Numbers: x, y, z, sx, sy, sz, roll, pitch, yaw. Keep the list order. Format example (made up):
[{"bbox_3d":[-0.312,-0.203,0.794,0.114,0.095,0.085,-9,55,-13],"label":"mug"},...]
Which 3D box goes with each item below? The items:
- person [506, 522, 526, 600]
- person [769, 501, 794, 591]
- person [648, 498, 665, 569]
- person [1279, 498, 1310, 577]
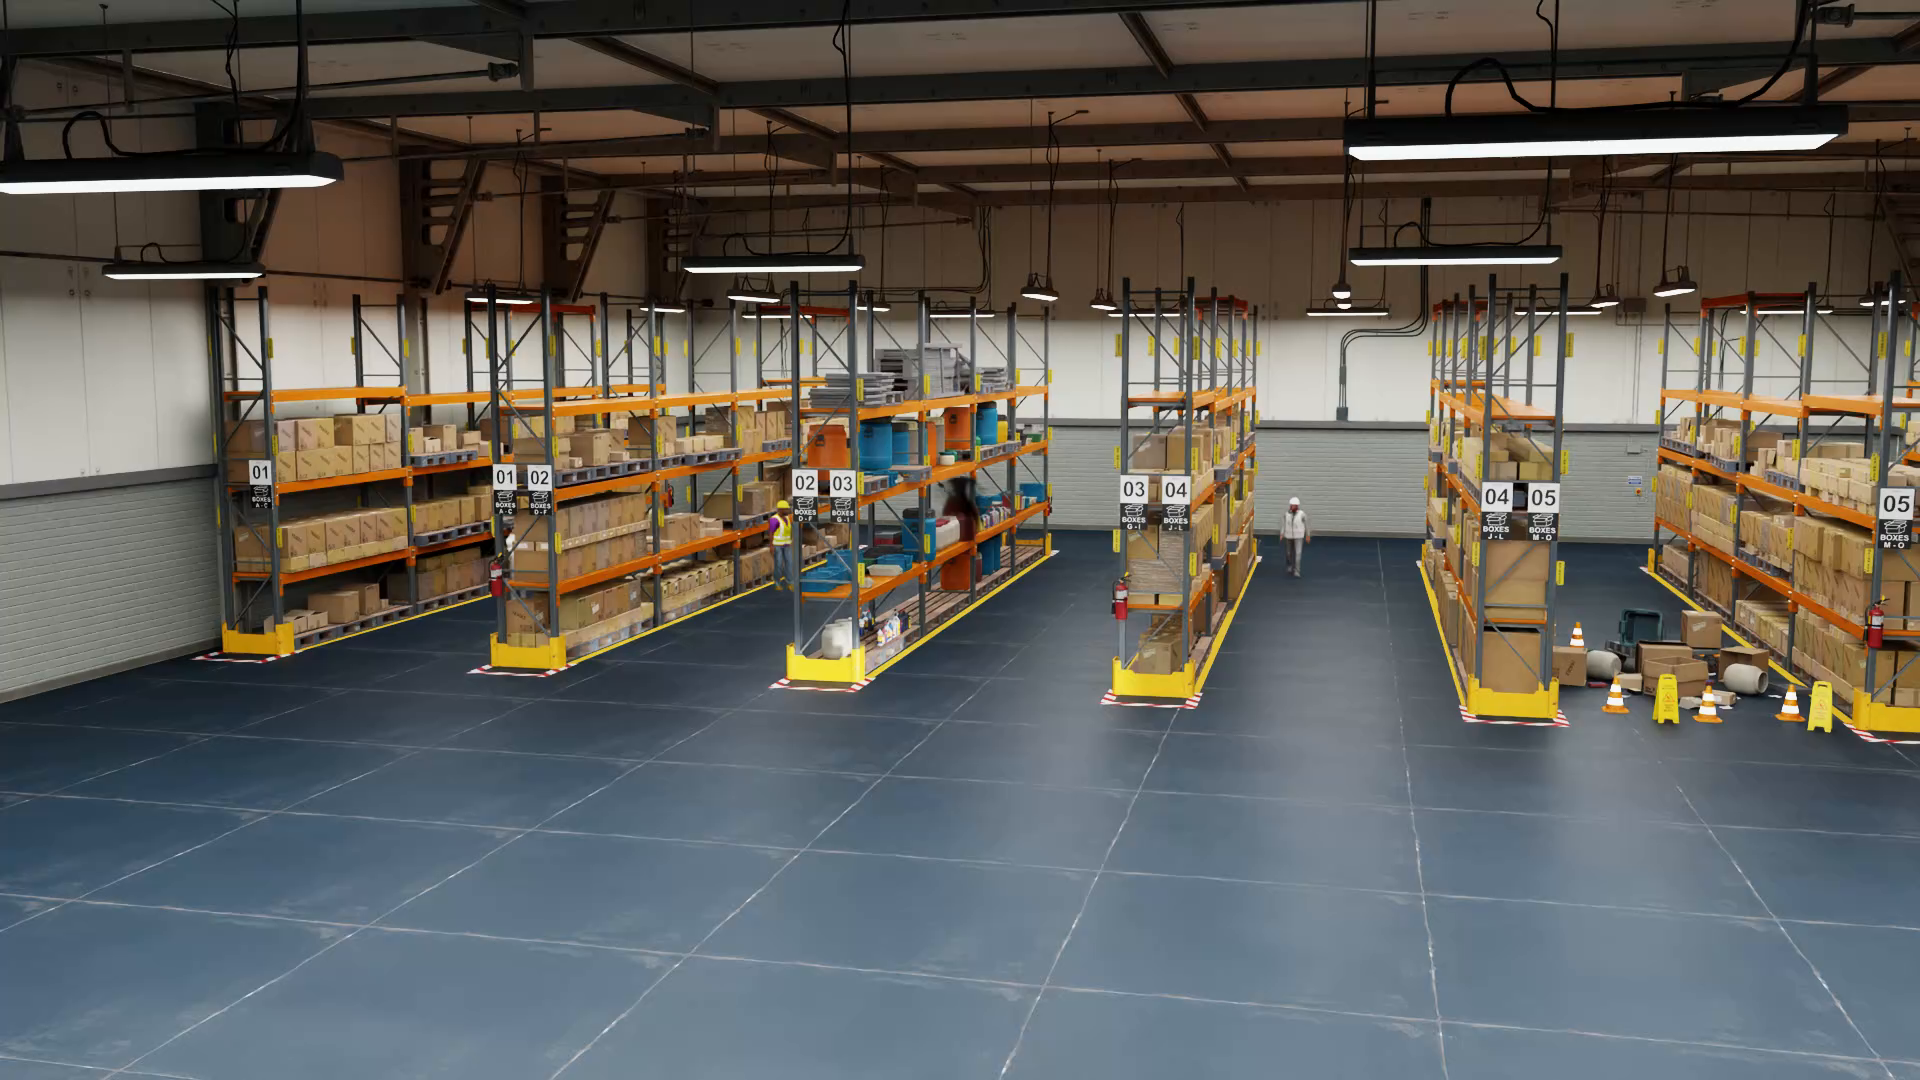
[{"bbox_3d":[-8.547,0.480,32.223,0.514,1.683,0.526,5,8,37],"label":"person"},{"bbox_3d":[-3.485,0.105,32.478,0.627,1.762,0.418,-6,9,-42],"label":"person"},{"bbox_3d":[-6.852,-0.139,37.702,0.348,1.708,0.459,2,7,18],"label":"person"},{"bbox_3d":[7.391,-0.072,36.722,0.657,1.732,1.032,2,7,14],"label":"person"}]
